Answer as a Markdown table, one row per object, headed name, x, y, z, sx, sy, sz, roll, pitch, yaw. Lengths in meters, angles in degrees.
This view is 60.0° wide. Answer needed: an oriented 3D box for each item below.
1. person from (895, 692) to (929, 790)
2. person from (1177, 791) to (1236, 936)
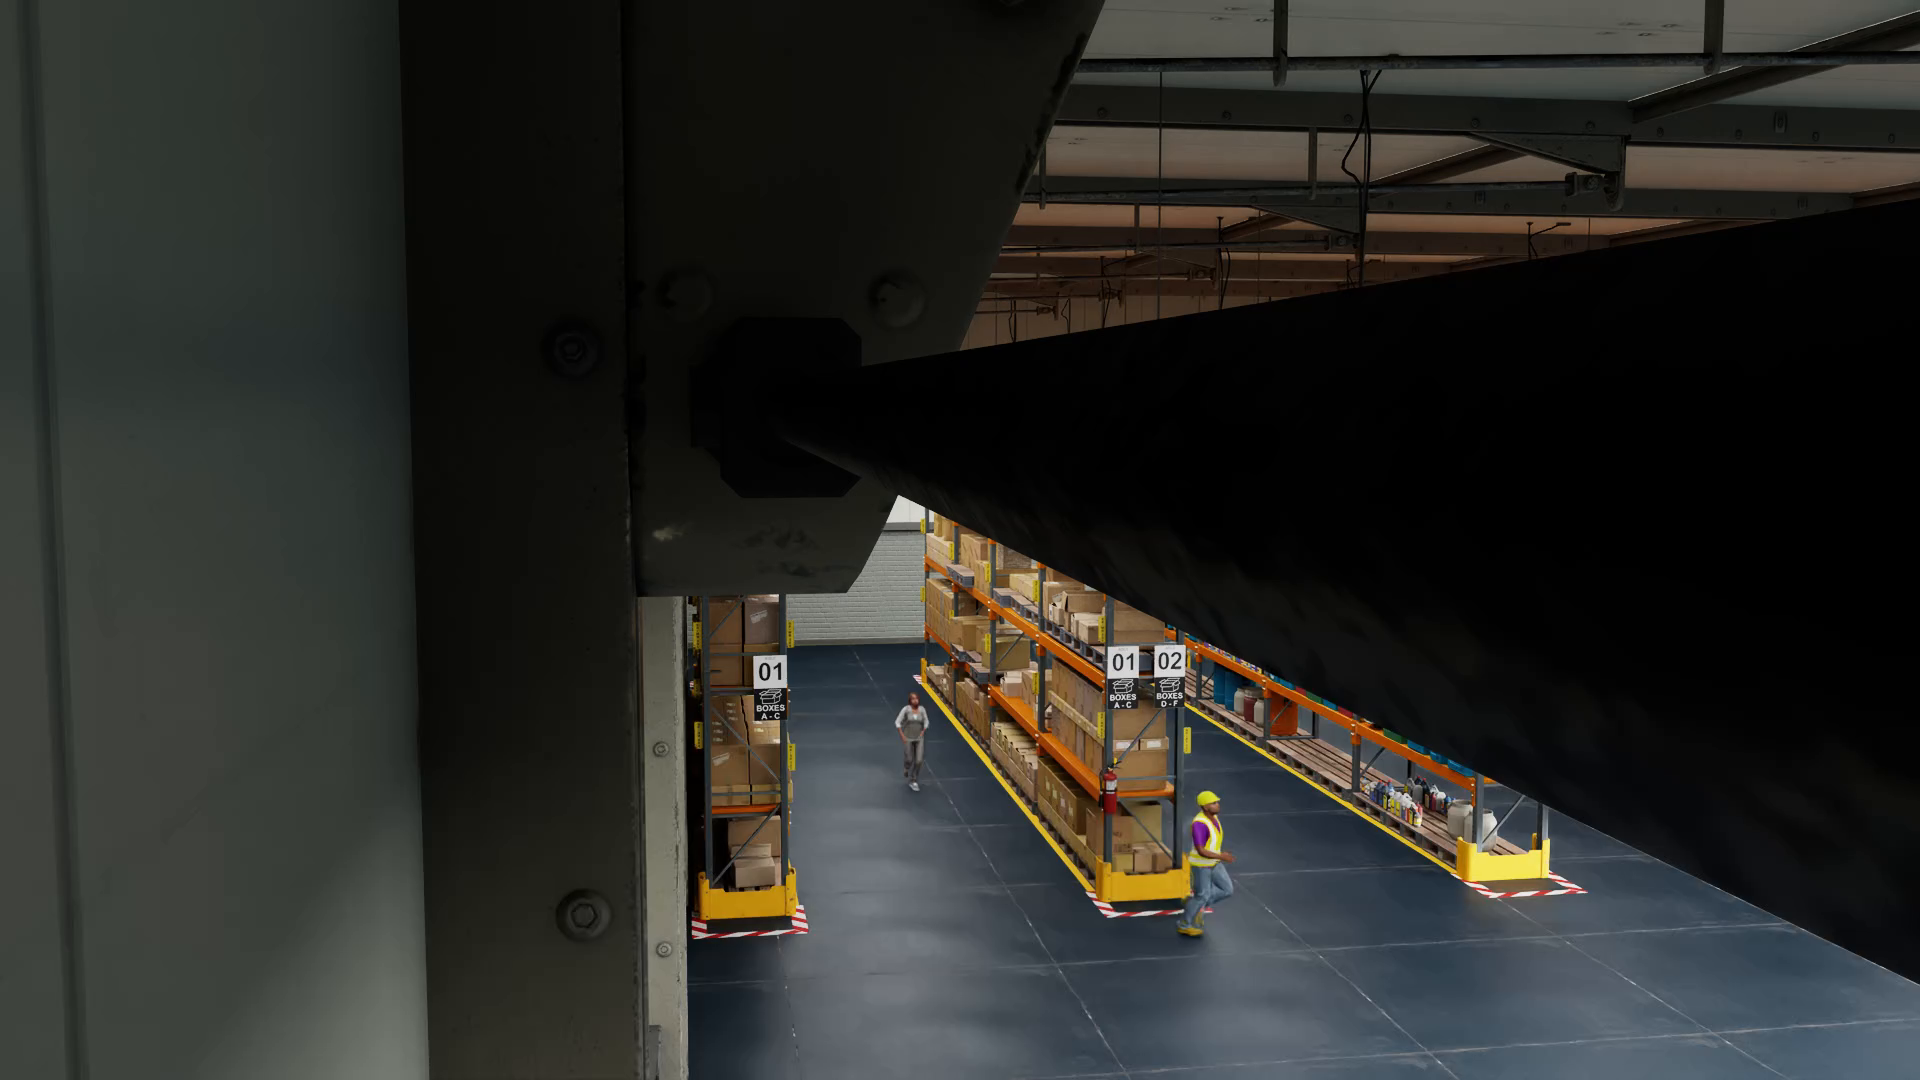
| name | x | y | z | sx | sy | sz | roll | pitch | yaw |
| --- | --- | --- | --- | --- | --- | --- | --- | --- | --- |
| person | -0.756 | 3.222 | 26.703 | 0.542 | 1.546 | 0.570 | -1 | 5 | -12 |
| person | 2.905 | 3.758 | 19.380 | 0.721 | 1.711 | 0.722 | 3 | 6 | 28 |
